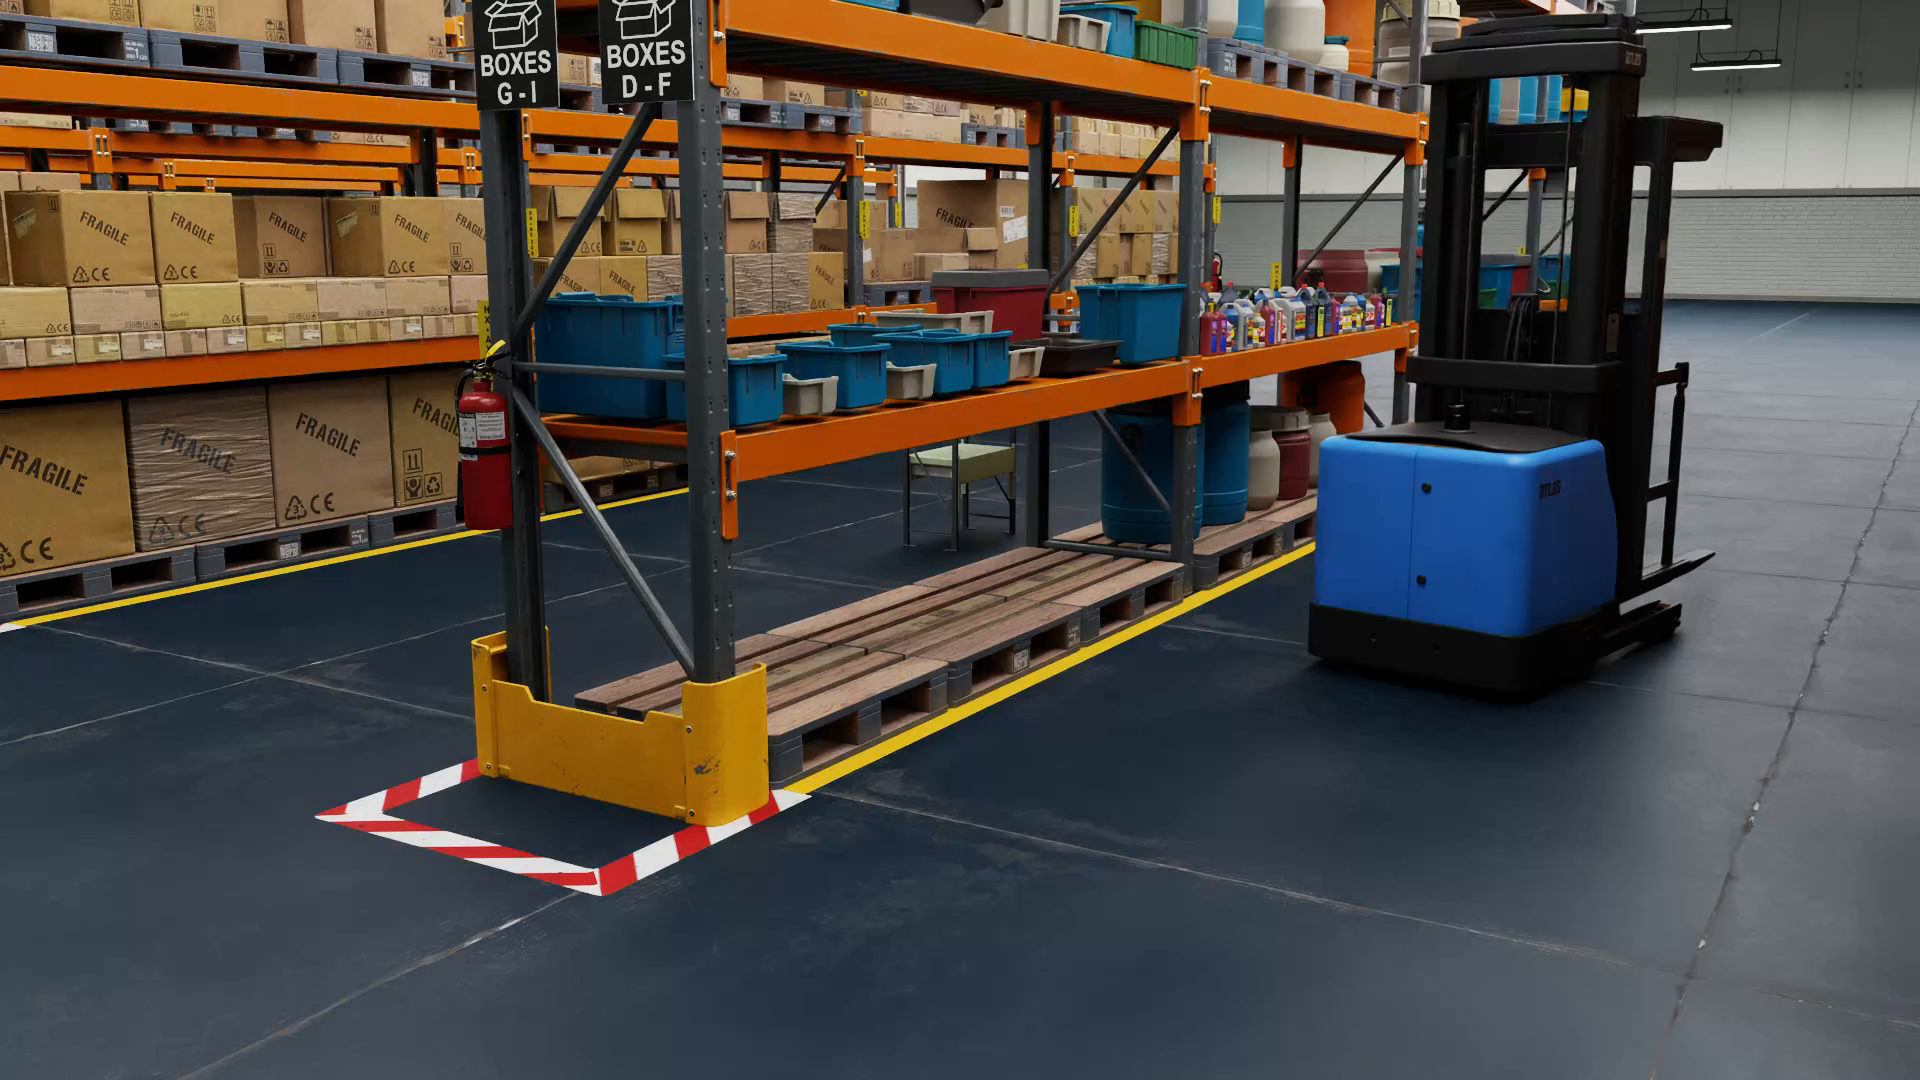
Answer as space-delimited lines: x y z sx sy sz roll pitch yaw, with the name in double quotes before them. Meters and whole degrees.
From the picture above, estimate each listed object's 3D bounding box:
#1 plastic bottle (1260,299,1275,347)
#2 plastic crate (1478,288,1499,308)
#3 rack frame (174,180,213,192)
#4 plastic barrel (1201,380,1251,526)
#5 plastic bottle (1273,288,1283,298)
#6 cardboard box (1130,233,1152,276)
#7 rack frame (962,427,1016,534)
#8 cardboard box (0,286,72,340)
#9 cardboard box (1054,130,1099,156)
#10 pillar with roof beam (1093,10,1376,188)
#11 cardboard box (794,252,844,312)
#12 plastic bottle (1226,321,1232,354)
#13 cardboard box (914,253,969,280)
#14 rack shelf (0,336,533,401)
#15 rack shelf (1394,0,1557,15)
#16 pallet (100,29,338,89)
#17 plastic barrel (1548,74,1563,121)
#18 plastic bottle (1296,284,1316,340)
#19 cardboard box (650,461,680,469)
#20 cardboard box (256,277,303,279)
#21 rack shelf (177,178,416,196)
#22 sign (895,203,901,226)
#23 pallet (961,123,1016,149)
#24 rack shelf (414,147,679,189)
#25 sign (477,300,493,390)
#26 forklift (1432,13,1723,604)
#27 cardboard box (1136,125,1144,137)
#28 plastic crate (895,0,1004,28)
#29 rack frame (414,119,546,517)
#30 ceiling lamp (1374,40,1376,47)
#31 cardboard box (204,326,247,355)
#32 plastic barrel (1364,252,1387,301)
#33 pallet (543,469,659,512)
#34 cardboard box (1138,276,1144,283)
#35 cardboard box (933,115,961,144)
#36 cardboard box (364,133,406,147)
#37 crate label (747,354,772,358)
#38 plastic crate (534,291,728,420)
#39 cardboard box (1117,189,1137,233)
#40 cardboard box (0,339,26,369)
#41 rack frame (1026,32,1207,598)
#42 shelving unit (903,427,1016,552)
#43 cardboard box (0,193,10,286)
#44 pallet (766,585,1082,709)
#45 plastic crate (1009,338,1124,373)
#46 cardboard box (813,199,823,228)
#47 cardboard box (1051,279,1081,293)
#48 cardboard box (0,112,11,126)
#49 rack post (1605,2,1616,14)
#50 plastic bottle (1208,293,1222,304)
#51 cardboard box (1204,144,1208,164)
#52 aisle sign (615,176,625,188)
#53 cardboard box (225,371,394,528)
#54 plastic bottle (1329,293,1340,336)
"plastic bottle" 1.853 -1.310 10.030 0.061 0.283 0.133 6 12 31
"plastic crate" 4.327 -2.064 14.316 0.450 0.188 0.662 6 12 31
"rack frame" -11.957 -4.362 26.018 1.000 3.000 0.127 6 12 31
"plastic barrel" 1.501 -0.581 10.380 0.600 0.901 0.708 6 12 31
"plastic bottle" 2.329 -1.723 12.273 0.097 0.271 0.097 0 11 0
"cardboard box" 1.801 -3.440 20.013 0.875 0.500 0.500 6 12 31
"rack frame" 0.193 -0.796 11.044 0.400 1.500 0.023 6 12 31
"cardboard box" -4.993 -1.177 8.602 0.500 0.250 0.500 6 12 29
"cardboard box" 1.209 -4.389 18.416 0.500 0.250 0.500 6 12 28
"pillar with roof beam" 8.243 -12.223 51.706 9.100 9.000 0.548 6 12 31
"cardboard box" -1.364 -2.261 14.520 0.500 0.500 0.500 7 13 32
"plastic bottle" 1.505 -1.171 9.510 0.097 0.201 0.097 0 11 0
"cardboard box" -0.253 -2.687 16.336 0.500 0.250 0.500 6 12 29
"rack shelf" -4.435 -1.015 10.096 1.077 0.370 4.000 6 12 31
"rack shelf" 3.952 -4.553 13.774 1.077 0.370 4.000 6 12 31
"pallet" -4.464 -2.796 9.740 1.003 0.211 1.213 6 12 31
"plastic barrel" 5.598 -4.542 16.324 0.600 0.901 0.708 6 12 31
"plastic bottle" 2.191 -1.460 10.650 0.144 0.351 0.185 6 12 31
"cardboard box" -2.618 -1.089 13.166 1.225 0.875 0.875 6 12 29
"cardboard box" -4.391 -1.547 10.582 0.500 0.250 0.500 7 13 32
"rack shelf" -10.919 -5.798 27.488 1.077 0.370 4.000 6 12 31
"sign" -0.896 -4.692 23.990 0.100 0.325 0.005 6 12 31
"pallet" -0.190 -4.074 16.835 1.213 0.211 1.003 6 12 31
"rack shelf" -4.468 -4.238 19.157 1.077 0.370 4.000 6 12 31
"sign" -1.719 -0.712 6.075 0.100 0.325 0.005 6 12 31
"forklift" 2.972 -0.990 8.190 1.121 2.935 3.031 9 14 41
"cardboard box" 1.938 -4.813 19.596 0.380 0.149 0.250 7 13 32
"plastic crate" -0.212 -2.239 6.695 0.504 0.338 0.767 6 12 31
"rack frame" -3.397 -1.684 11.710 1.000 3.000 0.127 6 12 31
"ceiling lamp" 8.203 -12.304 36.272 2.000 3.185 0.800 6 12 31
"cardboard box" -4.341 -1.158 9.584 0.380 0.149 0.250 6 12 30
"plastic barrel" 3.265 -2.077 13.506 0.421 0.512 0.421 0 11 0
"pallet" -3.060 -0.442 12.654 1.003 0.211 1.213 6 12 31
"cardboard box" 1.984 -3.104 19.981 0.380 0.149 0.250 6 12 31
"cardboard box" -0.333 -3.925 15.941 0.500 0.250 0.500 7 13 32
"cardboard box" -5.834 -4.132 16.365 0.500 0.500 0.500 6 12 31
"crate label" -0.685 -0.717 7.101 0.396 0.136 0.243 6 12 31
"plastic crate" -1.226 -0.699 6.190 0.616 0.435 0.499 6 12 31
"cardboard box" 1.726 -3.832 19.391 0.500 0.500 0.500 6 12 31
"cardboard box" -5.007 -0.955 8.503 0.380 0.149 0.250 7 12 31
"rack frame" 0.837 -1.210 9.183 1.000 3.000 0.127 6 12 31
"shelving unit" 0.003 -0.738 10.736 0.431 1.500 0.755 6 12 31
"cardboard box" -5.445 -1.597 8.811 0.500 0.500 0.500 7 12 31
"pallet" -0.145 0.472 7.773 1.003 0.211 1.213 6 12 31
"plastic crate" 5.660 -0.959 7.056 10.364 0.629 4.185 6 12 31
"cardboard box" -2.356 -4.344 22.580 0.875 0.550 0.500 6 12 31
"cardboard box" 1.126 -2.823 18.481 0.380 0.149 0.250 6 12 31
"cardboard box" -7.876 -3.394 13.100 0.500 0.250 0.500 6 12 31
"rack post" 6.566 -5.694 18.187 0.937 0.300 0.954 8 13 37
"plastic bottle" 1.692 -1.523 11.191 0.152 0.276 0.135 6 12 31
"cardboard box" 2.800 -4.871 20.994 0.500 0.250 0.500 7 13 32
"aisle sign" -5.356 -5.777 26.513 0.394 0.787 0.004 6 12 31
"cardboard box" -4.275 -0.608 10.597 0.875 0.875 0.875 6 12 31
"plastic bottle" 2.475 -1.498 11.036 0.061 0.283 0.133 6 12 31
